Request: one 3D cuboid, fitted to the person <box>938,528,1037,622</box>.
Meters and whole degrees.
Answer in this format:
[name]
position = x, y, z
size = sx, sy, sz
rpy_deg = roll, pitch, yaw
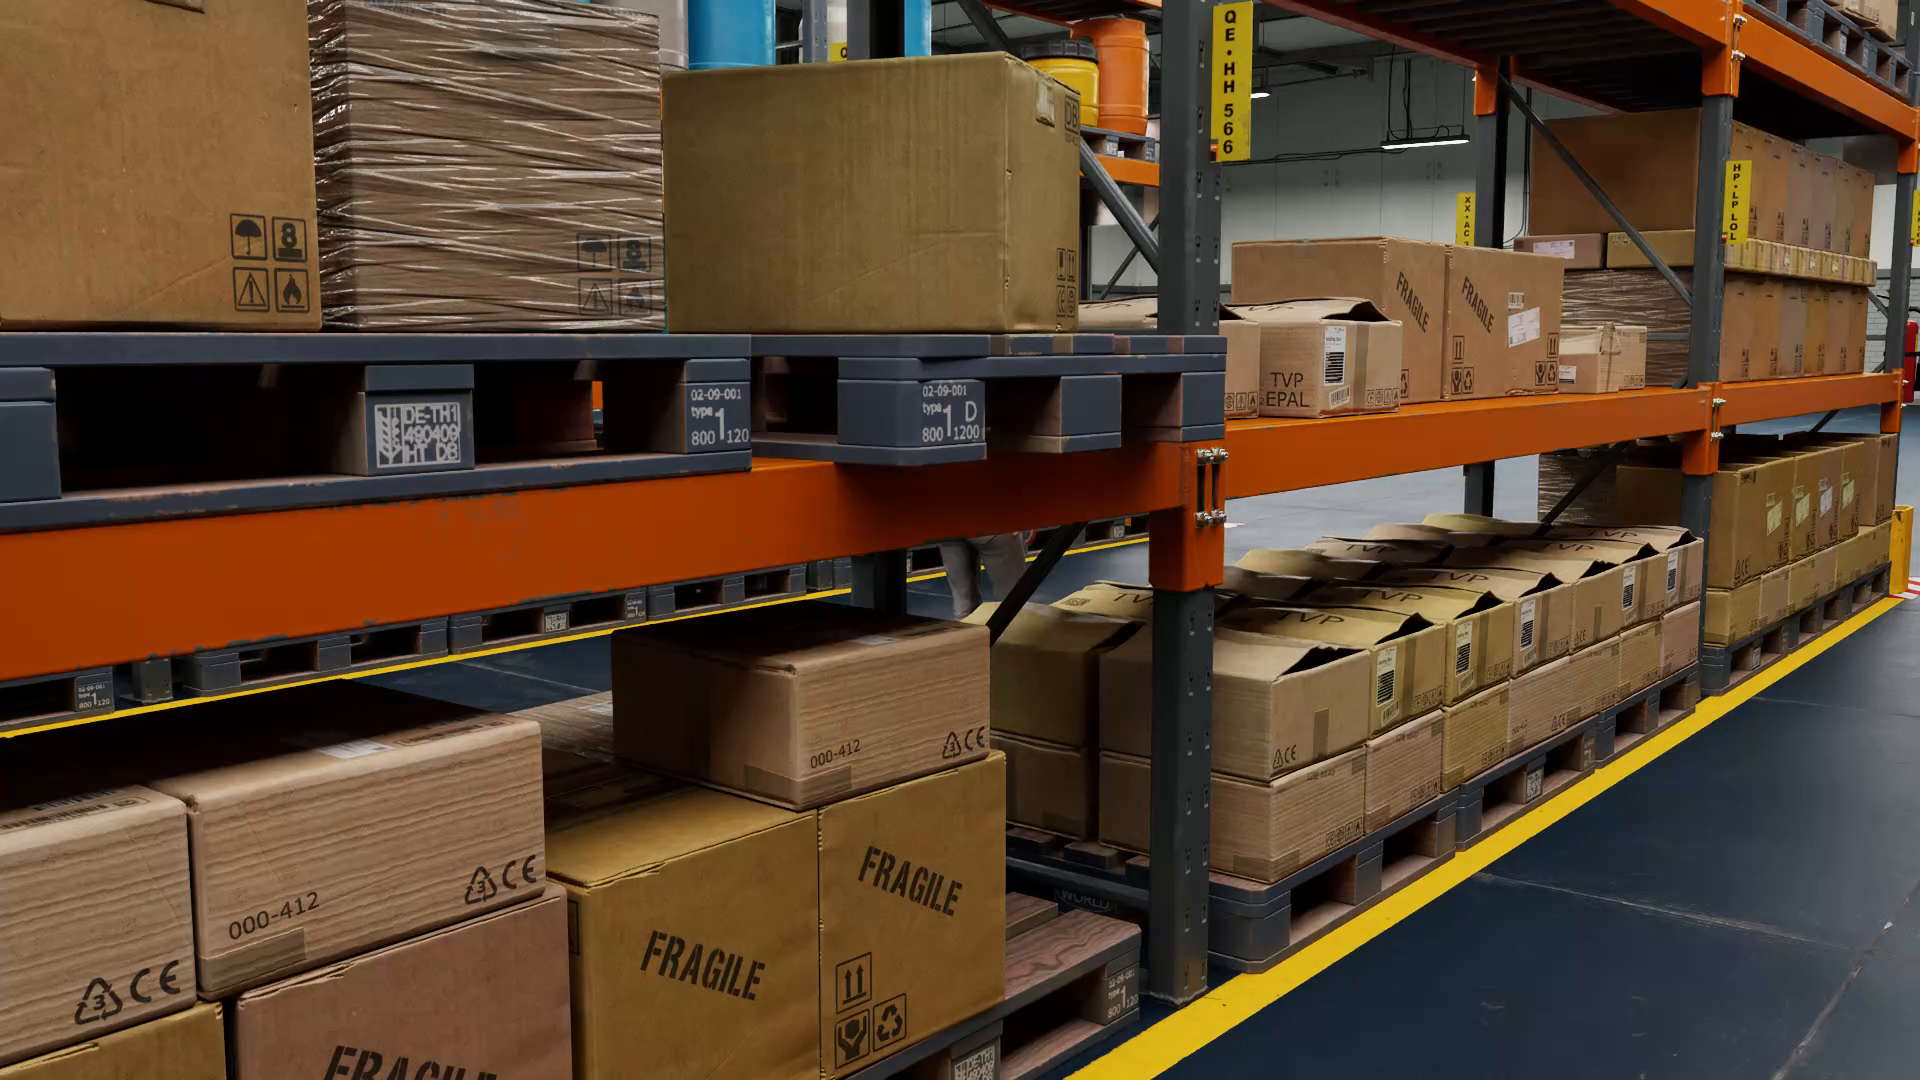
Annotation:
[person]
position = 0.117, -0.070, 6.432
size = 0.521, 1.583, 0.474
rpy_deg = 6, 9, 39
